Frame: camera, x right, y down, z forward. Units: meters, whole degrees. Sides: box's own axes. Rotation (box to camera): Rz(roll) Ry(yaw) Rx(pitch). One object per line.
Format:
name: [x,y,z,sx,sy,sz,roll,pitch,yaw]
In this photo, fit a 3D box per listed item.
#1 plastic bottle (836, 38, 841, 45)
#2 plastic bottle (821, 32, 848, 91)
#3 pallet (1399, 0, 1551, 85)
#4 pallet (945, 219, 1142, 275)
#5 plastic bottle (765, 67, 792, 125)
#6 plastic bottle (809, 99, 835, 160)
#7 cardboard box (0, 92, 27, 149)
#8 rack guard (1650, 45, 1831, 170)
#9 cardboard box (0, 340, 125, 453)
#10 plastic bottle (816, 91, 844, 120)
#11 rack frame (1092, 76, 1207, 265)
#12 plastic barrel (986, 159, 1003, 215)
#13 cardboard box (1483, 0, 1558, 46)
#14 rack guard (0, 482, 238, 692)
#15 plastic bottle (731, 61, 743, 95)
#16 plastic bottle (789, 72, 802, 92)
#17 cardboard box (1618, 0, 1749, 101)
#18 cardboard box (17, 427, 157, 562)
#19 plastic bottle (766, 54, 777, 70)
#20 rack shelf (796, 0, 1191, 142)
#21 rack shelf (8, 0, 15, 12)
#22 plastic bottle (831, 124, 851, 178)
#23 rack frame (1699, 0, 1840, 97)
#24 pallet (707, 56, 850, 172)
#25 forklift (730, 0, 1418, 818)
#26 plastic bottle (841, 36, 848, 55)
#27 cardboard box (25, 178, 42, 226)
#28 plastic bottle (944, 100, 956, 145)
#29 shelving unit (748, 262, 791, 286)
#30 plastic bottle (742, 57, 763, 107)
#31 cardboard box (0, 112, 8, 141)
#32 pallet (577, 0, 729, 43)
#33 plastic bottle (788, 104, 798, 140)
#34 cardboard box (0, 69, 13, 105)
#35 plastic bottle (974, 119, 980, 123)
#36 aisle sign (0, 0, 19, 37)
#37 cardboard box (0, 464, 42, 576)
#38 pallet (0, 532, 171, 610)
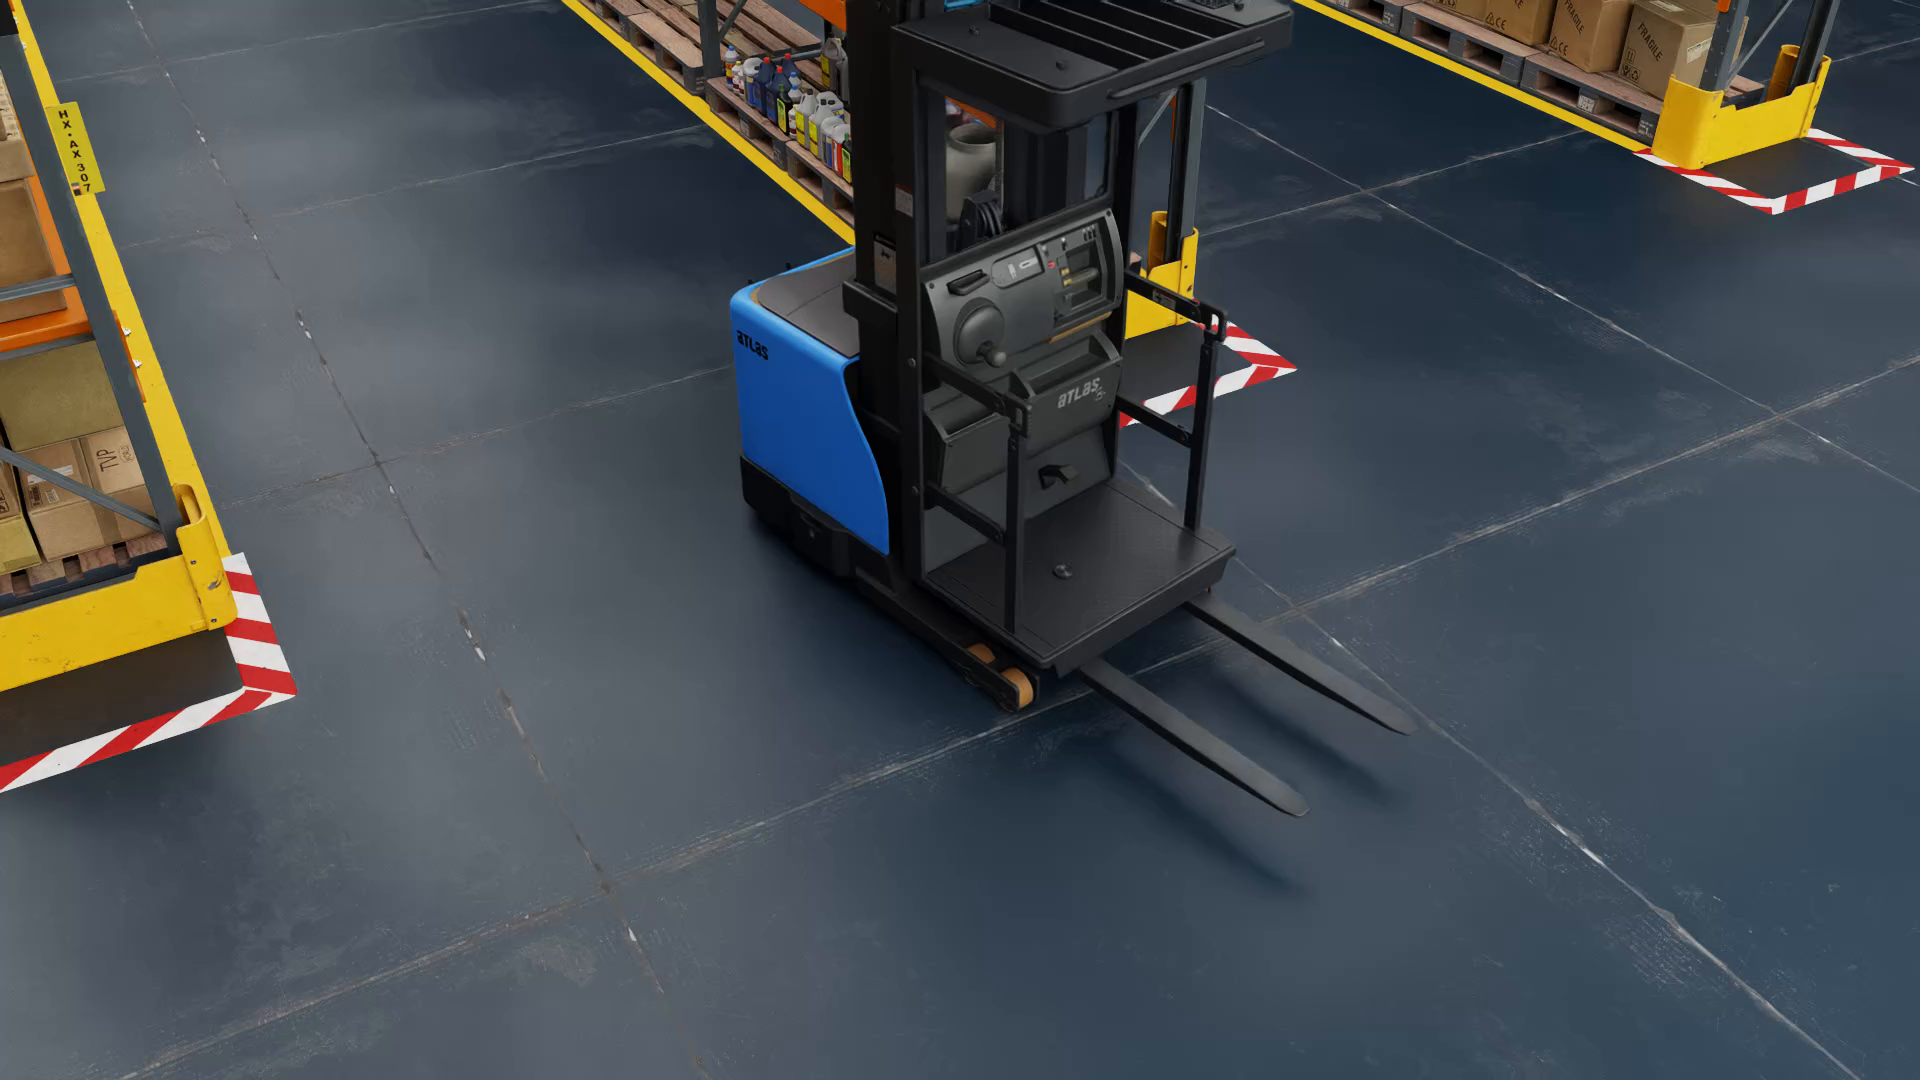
plastic bottle: [-0.817,-3.269,11.182,0.097,0.201,0.097,0,36,0]
plastic bottle: [-0.820,-3.136,10.873,0.144,0.351,0.185,-19,40,-24]
pallet: [3.999,-3.701,12.138,1.003,0.211,1.213,-19,40,-24]
pallet: [0.259,-1.589,9.246,1.003,0.211,1.213,-19,40,-24]
plastic bottle: [-1.127,-2.791,10.401,0.144,0.351,0.185,-21,41,-26]
plastic bottle: [-0.820,-2.479,9.974,0.144,0.351,0.185,-17,40,-22]
cardboard box: [-3.690,-1.508,6.137,0.380,0.149,0.250,-20,41,-25]
rack guard: [4.985,-2.771,10.620,1.175,0.500,0.348,-19,40,-24]
cardboard box: [-3.874,-0.764,7.092,0.500,0.500,0.500,-19,40,-24]
plastic bottle: [-0.798,-2.601,10.204,0.152,0.276,0.135,-19,40,-24]
rack frame: [0.741,-2.274,7.820,1.000,3.000,0.127,-19,40,-24]
plastic barrel: [0.344,-1.752,8.859,0.421,0.512,0.421,0,36,0]
cardboard box: [4.096,-3.845,11.734,0.500,0.500,0.500,-15,39,-20]
rack guard: [-3.532,0.214,6.534,1.175,0.500,0.348,-19,40,-24]
plastic bottle: [-1.436,-3.017,10.837,0.097,0.201,0.097,0,36,0]
plastic bottle: [-1.045,-2.817,10.504,0.097,0.271,0.097,0,36,0]
cardboard box: [4.724,-3.225,10.886,0.500,0.500,0.500,-12,38,-16]
cardboard box: [-3.621,-0.207,6.965,0.500,0.250,0.500,-19,40,-24]
plastic bottle: [-1.210,-2.977,10.713,0.061,0.283,0.133,-19,40,-24]
rack shelf: [-0.264,-3.003,9.429,1.077,0.370,4.000,-19,40,-24]
rack shelf: [-4.548,-2.749,6.537,1.077,0.370,4.000,-19,40,-24]
plastic bottle: [-0.664,-2.295,9.785,0.152,0.276,0.135,-19,40,-24]
rack frame: [5.024,-3.742,9.830,1.000,3.000,0.127,-19,40,-24]
pallet: [-0.967,-2.833,10.950,1.003,0.211,1.213,-19,40,-24]
forklift: [0.389,-0.870,5.955,1.130,2.935,3.031,-28,44,-32]
plastic bottle: [-0.696,-3.179,10.932,0.144,0.351,0.185,-20,41,-25]
cardboard box: [-4.035,-1.357,6.480,0.700,0.500,0.500,-18,40,-23]
plastic bottle: [-0.073,-2.542,10.127,0.097,0.271,0.097,0,36,0]
shelving unit: [-0.743,-0.780,7.540,0.210,0.900,0.258,25,43,38]
plastic bottle: [-1.301,-2.942,10.672,0.152,0.276,0.135,-17,40,-22]
cardboard box: [-3.794,-1.641,5.769,0.700,0.500,0.500,-19,40,-24]
pallet: [-2.314,-4.200,12.821,1.003,0.211,1.213,-19,40,-24]
plastic bottle: [-1.005,-2.579,10.238,0.097,0.201,0.097,0,36,0]
cardboard box: [-3.939,-1.765,6.489,0.380,0.149,0.250,-20,40,-25]
plastic bottle: [0.100,-2.367,9.888,0.097,0.271,0.097,0,36,0]
aisle sign: [-3.246,-1.915,5.125,0.394,0.787,0.004,-19,40,-24]
cardboard box: [-4.068,-0.053,6.755,0.500,0.250,0.500,-19,40,-24]
pallet: [-3.964,-0.060,7.153,1.003,0.211,1.213,-19,40,-24]
